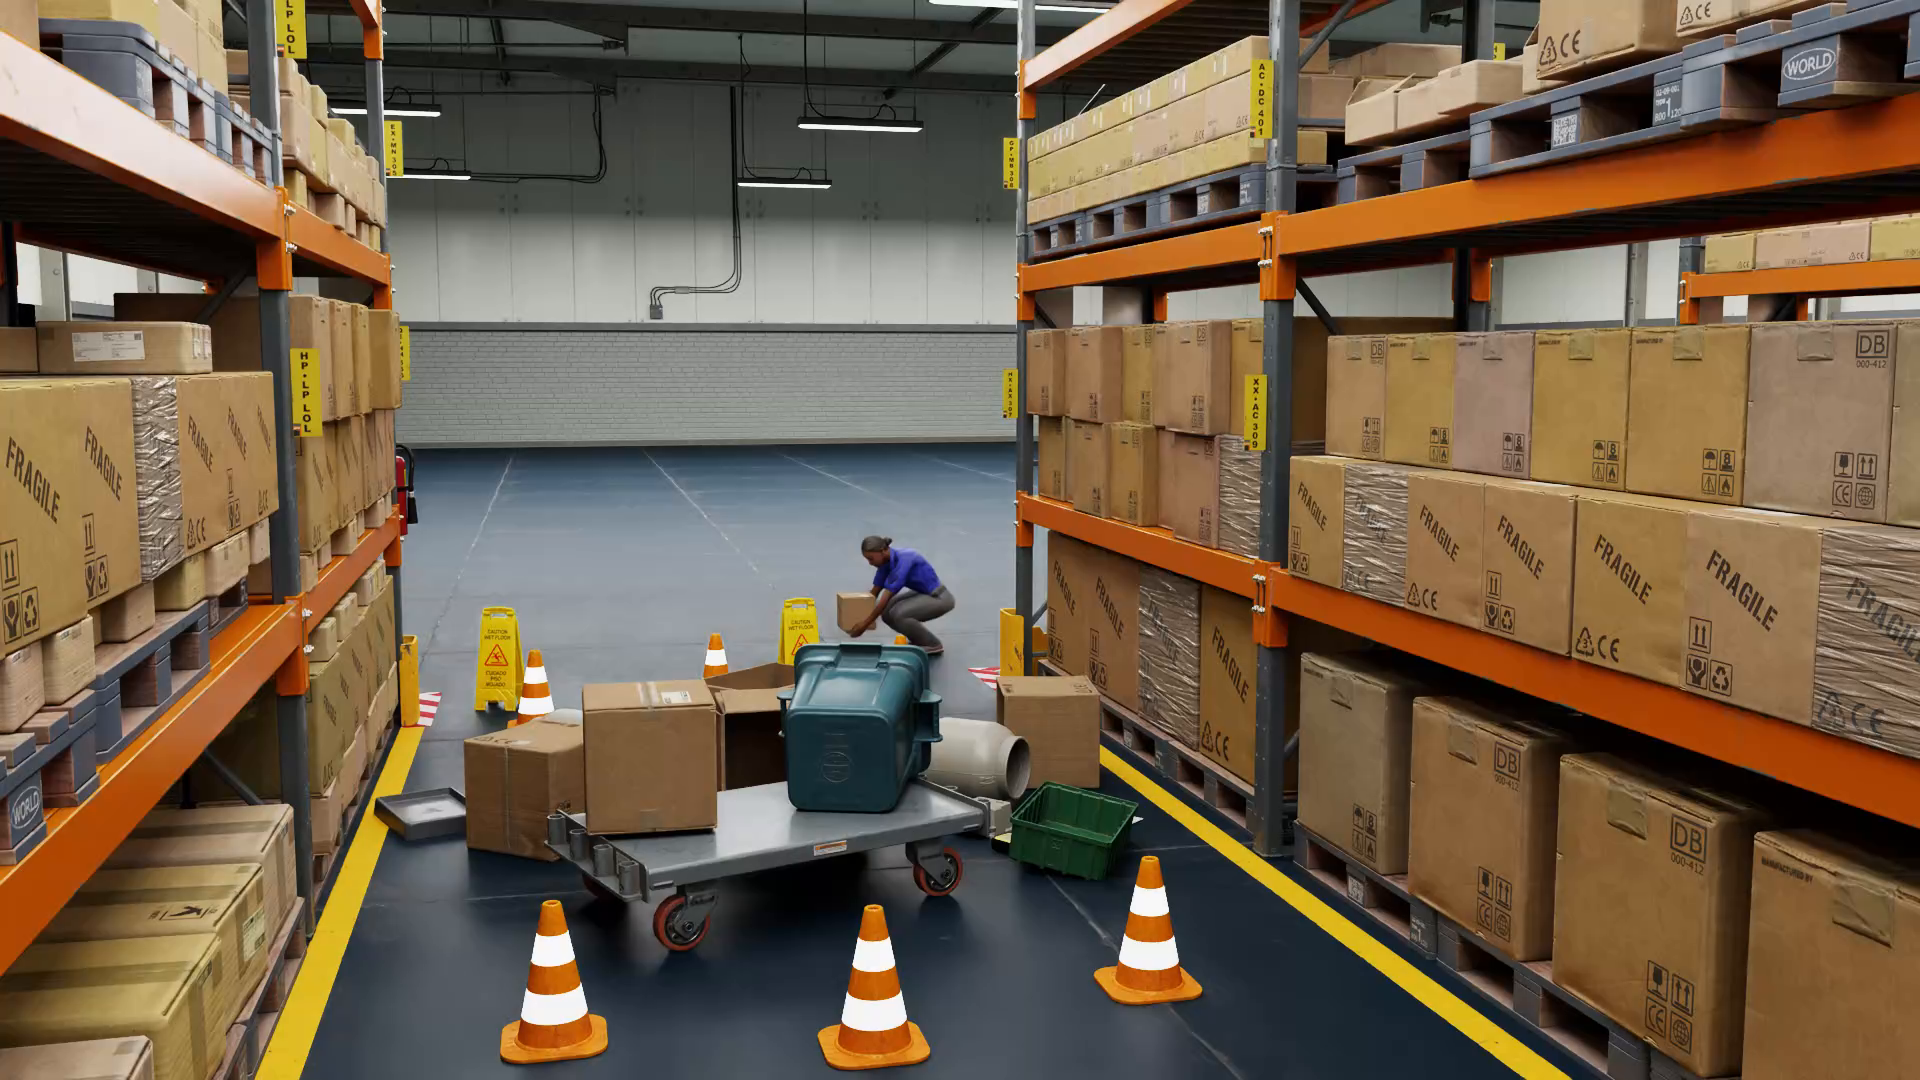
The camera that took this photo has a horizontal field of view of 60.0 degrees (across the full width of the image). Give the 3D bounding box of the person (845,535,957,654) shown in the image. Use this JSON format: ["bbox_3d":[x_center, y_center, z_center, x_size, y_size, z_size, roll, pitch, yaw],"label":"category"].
[{"bbox_3d":[-0.438,0.405,12.480,0.830,0.915,0.501,-2,6,-14],"label":"person"}]
